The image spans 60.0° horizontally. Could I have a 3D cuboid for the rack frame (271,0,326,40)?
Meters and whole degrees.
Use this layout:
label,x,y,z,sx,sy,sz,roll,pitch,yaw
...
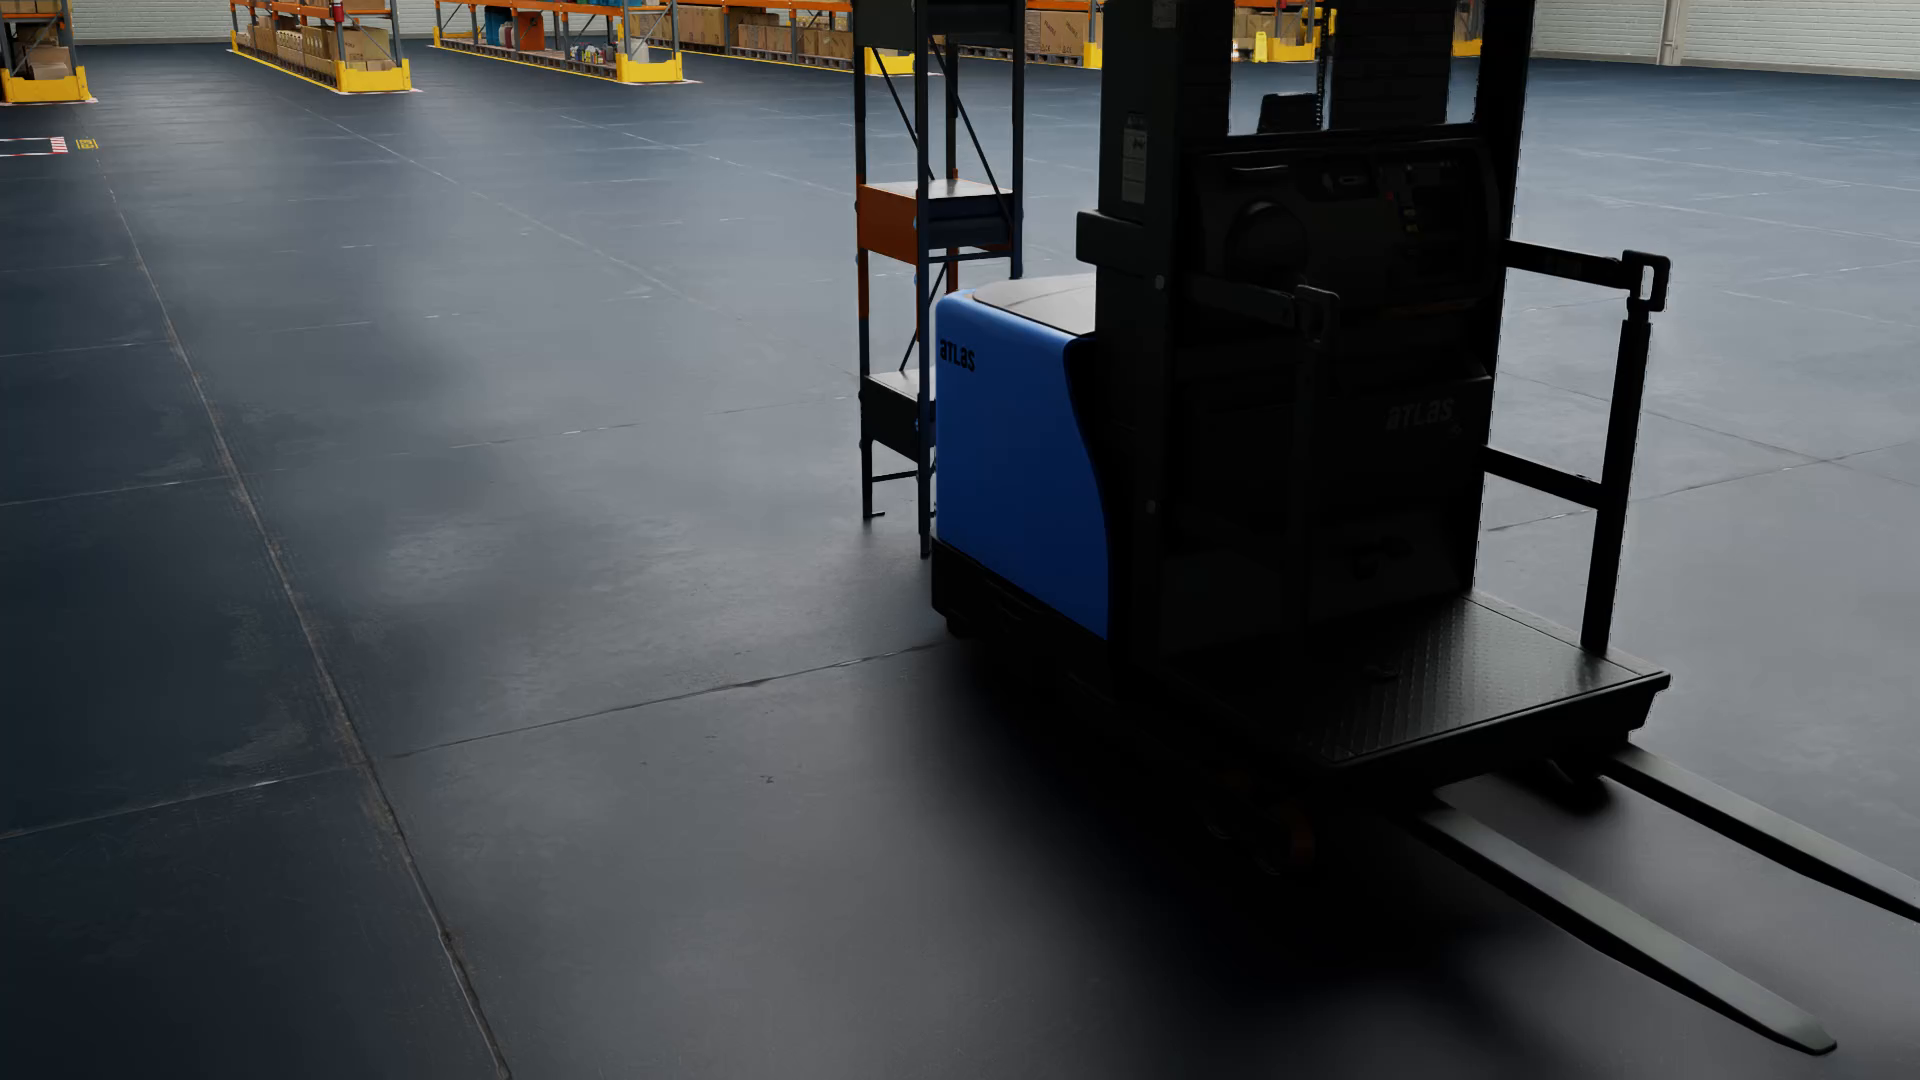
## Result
label,x,y,z,sx,sy,sz,roll,pitch,yaw
rack frame,-13.790,-11.393,34.549,1.000,3.000,0.127,-10,21,-27

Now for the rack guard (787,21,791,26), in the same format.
label,x,y,z,sx,sy,sz,roll,pitch,yaw
rack guard,-4.420,-14.758,48.135,1.175,0.500,0.348,-10,21,-27

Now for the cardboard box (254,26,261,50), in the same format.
label,x,y,z,sx,sy,sz,roll,pitch,yaw
cardboard box,-15.675,-11.391,37.700,0.500,0.500,0.500,-11,22,-29

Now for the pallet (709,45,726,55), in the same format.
label,x,y,z,sx,sy,sz,roll,pitch,yaw
pallet,-5.378,-11.846,40.137,1.003,0.211,1.213,-10,21,-27

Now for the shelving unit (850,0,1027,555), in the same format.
label,x,y,z,sx,sy,sz,roll,pitch,yaw
shelving unit,-0.079,-1.040,5.927,0.431,2.100,0.503,-10,21,-27

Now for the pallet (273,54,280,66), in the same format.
label,x,y,z,sx,sy,sz,roll,pitch,yaw
pallet,-14.112,-10.295,35.642,1.003,0.211,1.213,-10,21,-27

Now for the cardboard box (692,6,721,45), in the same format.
label,x,y,z,sx,sy,sz,roll,pitch,yaw
cardboard box,-5.796,-12.578,40.599,1.225,0.875,0.875,-10,21,-26

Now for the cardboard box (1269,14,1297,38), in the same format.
label,x,y,z,sx,sy,sz,roll,pitch,yaw
cardboard box,7.298,-11.699,37.858,0.500,0.500,0.500,-11,22,-28

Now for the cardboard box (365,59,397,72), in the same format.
label,x,y,z,sx,sy,sz,roll,pitch,yaw
cardboard box,-10.050,-8.183,28.819,0.500,0.250,0.500,-10,21,-27

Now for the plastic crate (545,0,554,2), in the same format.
label,x,y,z,sx,sy,sz,roll,pitch,yaw
plastic crate,-8.327,-11.271,34.222,0.392,0.384,0.575,-10,21,-27

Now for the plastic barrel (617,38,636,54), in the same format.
label,x,y,z,sx,sy,sz,roll,pitch,yaw
plastic barrel,-6.248,-9.206,31.381,0.421,0.512,0.421,0,19,0

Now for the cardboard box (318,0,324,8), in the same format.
label,x,y,z,sx,sy,sz,roll,pitch,yaw
cardboard box,-11.184,-9.870,29.983,0.700,0.500,0.500,-10,21,-26

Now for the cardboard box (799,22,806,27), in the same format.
label,x,y,z,sx,sy,sz,roll,pitch,yaw
cardboard box,-4.353,-14.676,47.334,0.380,0.149,0.250,-10,21,-27

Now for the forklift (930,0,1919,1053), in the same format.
label,x,y,z,sx,sy,sz,roll,pitch,yaw
forklift,1.049,-0.774,3.882,1.130,2.935,3.031,-10,21,-27

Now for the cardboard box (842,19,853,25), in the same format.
label,x,y,z,sx,sy,sz,roll,pitch,yaw
cardboard box,-2.955,-14.007,44.941,0.380,0.149,0.250,-9,21,-25

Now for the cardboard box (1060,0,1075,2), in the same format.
label,x,y,z,sx,sy,sz,roll,pitch,yaw
cardboard box,2.645,-11.694,35.191,0.875,0.550,0.550,-10,21,-27

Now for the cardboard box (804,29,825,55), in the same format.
label,x,y,z,sx,sy,sz,roll,pitch,yaw
cardboard box,-3.016,-10.673,35.653,0.500,0.500,0.500,-11,22,-28

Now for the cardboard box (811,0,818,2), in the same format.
label,x,y,z,sx,sy,sz,roll,pitch,yaw
cardboard box,-2.874,-11.261,34.552,0.380,0.149,0.250,-10,21,-27

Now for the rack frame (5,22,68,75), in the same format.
label,x,y,z,sx,sy,sz,roll,pitch,yaw
rack frame,-16.249,-9.476,28.994,1.000,3.000,0.127,-10,21,-27

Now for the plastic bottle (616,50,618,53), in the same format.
label,x,y,z,sx,sy,sz,roll,pitch,yaw
plastic bottle,-6.746,-9.582,32.793,0.061,0.283,0.133,-10,21,-27

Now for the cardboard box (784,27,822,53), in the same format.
label,x,y,z,sx,sy,sz,roll,pitch,yaw
cardboard box,-3.444,-10.984,36.521,0.700,0.500,0.500,-12,22,-31

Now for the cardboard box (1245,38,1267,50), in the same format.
label,x,y,z,sx,sy,sz,roll,pitch,yaw
cardboard box,6.818,-11.260,37.737,0.500,0.250,0.500,-10,21,-27

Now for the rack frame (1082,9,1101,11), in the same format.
label,x,y,z,sx,sy,sz,roll,pitch,yaw
rack frame,3.651,-14.461,43.441,1.000,3.000,0.127,-10,21,-27

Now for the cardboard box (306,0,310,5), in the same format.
label,x,y,z,sx,sy,sz,roll,pitch,yaw
cardboard box,-12.163,-10.308,31.635,0.500,0.250,0.500,-9,21,-23

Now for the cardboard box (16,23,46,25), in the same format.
label,x,y,z,sx,sy,sz,roll,pitch,yaw
cardboard box,-17.545,-9.633,31.458,0.500,0.250,0.500,-10,21,-26

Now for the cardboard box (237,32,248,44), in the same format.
label,x,y,z,sx,sy,sz,roll,pitch,yaw
cardboard box,-17.343,-12.254,40.585,0.500,0.250,0.500,-10,21,-27

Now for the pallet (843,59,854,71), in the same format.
label,x,y,z,sx,sy,sz,roll,pitch,yaw
pallet,-1.662,-9.572,33.547,1.003,0.211,1.213,-10,21,-27

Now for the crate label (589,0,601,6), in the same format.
label,x,y,z,sx,sy,sz,roll,pitch,yaw
crate label,-6.742,-10.365,31.518,0.502,0.435,0.616,-10,21,-27

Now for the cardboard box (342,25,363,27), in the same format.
label,x,y,z,sx,sy,sz,roll,pitch,yaw
cardboard box,-11.251,-9.253,30.770,0.500,0.500,0.500,-10,21,-27

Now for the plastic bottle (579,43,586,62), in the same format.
label,x,y,z,sx,sy,sz,roll,pitch,yaw
plastic bottle,-7.422,-9.616,32.787,0.144,0.351,0.185,-11,22,-29

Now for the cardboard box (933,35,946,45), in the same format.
label,x,y,z,sx,sy,sz,roll,pitch,yaw
cardboard box,-0.029,-12.361,40.160,1.050,0.750,0.750,-10,21,-26

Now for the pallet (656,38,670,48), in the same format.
label,x,y,z,sx,sy,sz,roll,pitch,yaw
pallet,-7.262,-12.986,43.443,1.003,0.211,1.213,-10,21,-27

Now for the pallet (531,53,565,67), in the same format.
label,x,y,z,sx,sy,sz,roll,pitch,yaw
pallet,-8.520,-10.262,35.548,1.003,0.211,1.213,-10,21,-27

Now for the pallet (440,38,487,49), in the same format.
label,x,y,z,sx,sy,sz,roll,pitch,yaw
pallet,-12.871,-12.894,43.176,1.003,0.211,1.213,-10,21,-27

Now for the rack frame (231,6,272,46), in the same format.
label,x,y,z,sx,sy,sz,roll,pitch,yaw
rack frame,-17.589,-13.689,41.204,1.000,3.000,0.127,-10,21,-27

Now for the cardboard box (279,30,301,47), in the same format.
label,x,y,z,sx,sy,sz,roll,pitch,yaw
cardboard box,-13.543,-10.211,33.836,0.500,0.311,0.500,-11,22,-28

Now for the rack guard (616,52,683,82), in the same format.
label,x,y,z,sx,sy,sz,roll,pitch,yaw
rack guard,-5.708,-8.695,30.563,1.175,0.500,0.348,-10,21,-27

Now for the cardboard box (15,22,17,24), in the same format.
label,x,y,z,sx,sy,sz,roll,pitch,yaw
cardboard box,-20.418,-11.254,36.341,0.380,0.149,0.250,-10,21,-27

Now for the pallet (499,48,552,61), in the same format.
label,x,y,z,sx,sy,sz,roll,pitch,yaw
pallet,-9.840,-11.060,37.861,1.003,0.211,1.213,-10,21,-27

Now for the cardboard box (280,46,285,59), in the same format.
label,x,y,z,sx,sy,sz,roll,pitch,yaw
cardboard box,-13.561,-9.951,33.943,0.500,0.250,0.500,-11,22,-28

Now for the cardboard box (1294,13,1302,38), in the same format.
label,x,y,z,sx,sy,sz,roll,pitch,yaw
cardboard box,9.298,-13.530,43.741,0.875,0.625,0.625,-10,22,-27

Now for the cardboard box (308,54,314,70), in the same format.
label,x,y,z,sx,sy,sz,roll,pitch,yaw
cardboard box,-11.705,-8.819,30.661,0.500,0.250,0.500,-10,21,-27

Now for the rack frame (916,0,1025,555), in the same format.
label,x,y,z,sx,sy,sz,roll,pitch,yaw
rack frame,0.037,-0.970,5.724,0.400,2.100,0.015,-10,21,-27

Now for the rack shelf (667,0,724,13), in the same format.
label,x,y,z,sx,sy,sz,roll,pitch,yaw
rack shelf,-6.020,-13.160,40.773,1.077,0.370,4.000,-10,21,-27

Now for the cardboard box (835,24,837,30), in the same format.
label,x,y,z,sx,sy,sz,roll,pitch,yaw
cardboard box,-3.268,-13.996,45.364,0.380,0.149,0.250,-11,22,-29

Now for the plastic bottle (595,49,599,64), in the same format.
label,x,y,z,sx,sy,sz,roll,pitch,yaw
plastic bottle,-6.960,-9.276,31.905,0.061,0.283,0.133,-9,21,-25

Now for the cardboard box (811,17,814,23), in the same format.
label,x,y,z,sx,sy,sz,roll,pitch,yaw
cardboard box,-3.949,-14.599,46.655,0.380,0.149,0.250,-9,21,-25

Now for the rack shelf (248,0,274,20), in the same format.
label,x,y,z,sx,sy,sz,roll,pitch,yaw
rack shelf,-14.740,-11.627,36.330,1.077,0.370,4.000,-10,21,-27

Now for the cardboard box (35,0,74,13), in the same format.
label,x,y,z,sx,sy,sz,roll,pitch,yaw
cardboard box,-14.302,-8.455,26.236,0.500,0.250,0.500,-11,22,-28
